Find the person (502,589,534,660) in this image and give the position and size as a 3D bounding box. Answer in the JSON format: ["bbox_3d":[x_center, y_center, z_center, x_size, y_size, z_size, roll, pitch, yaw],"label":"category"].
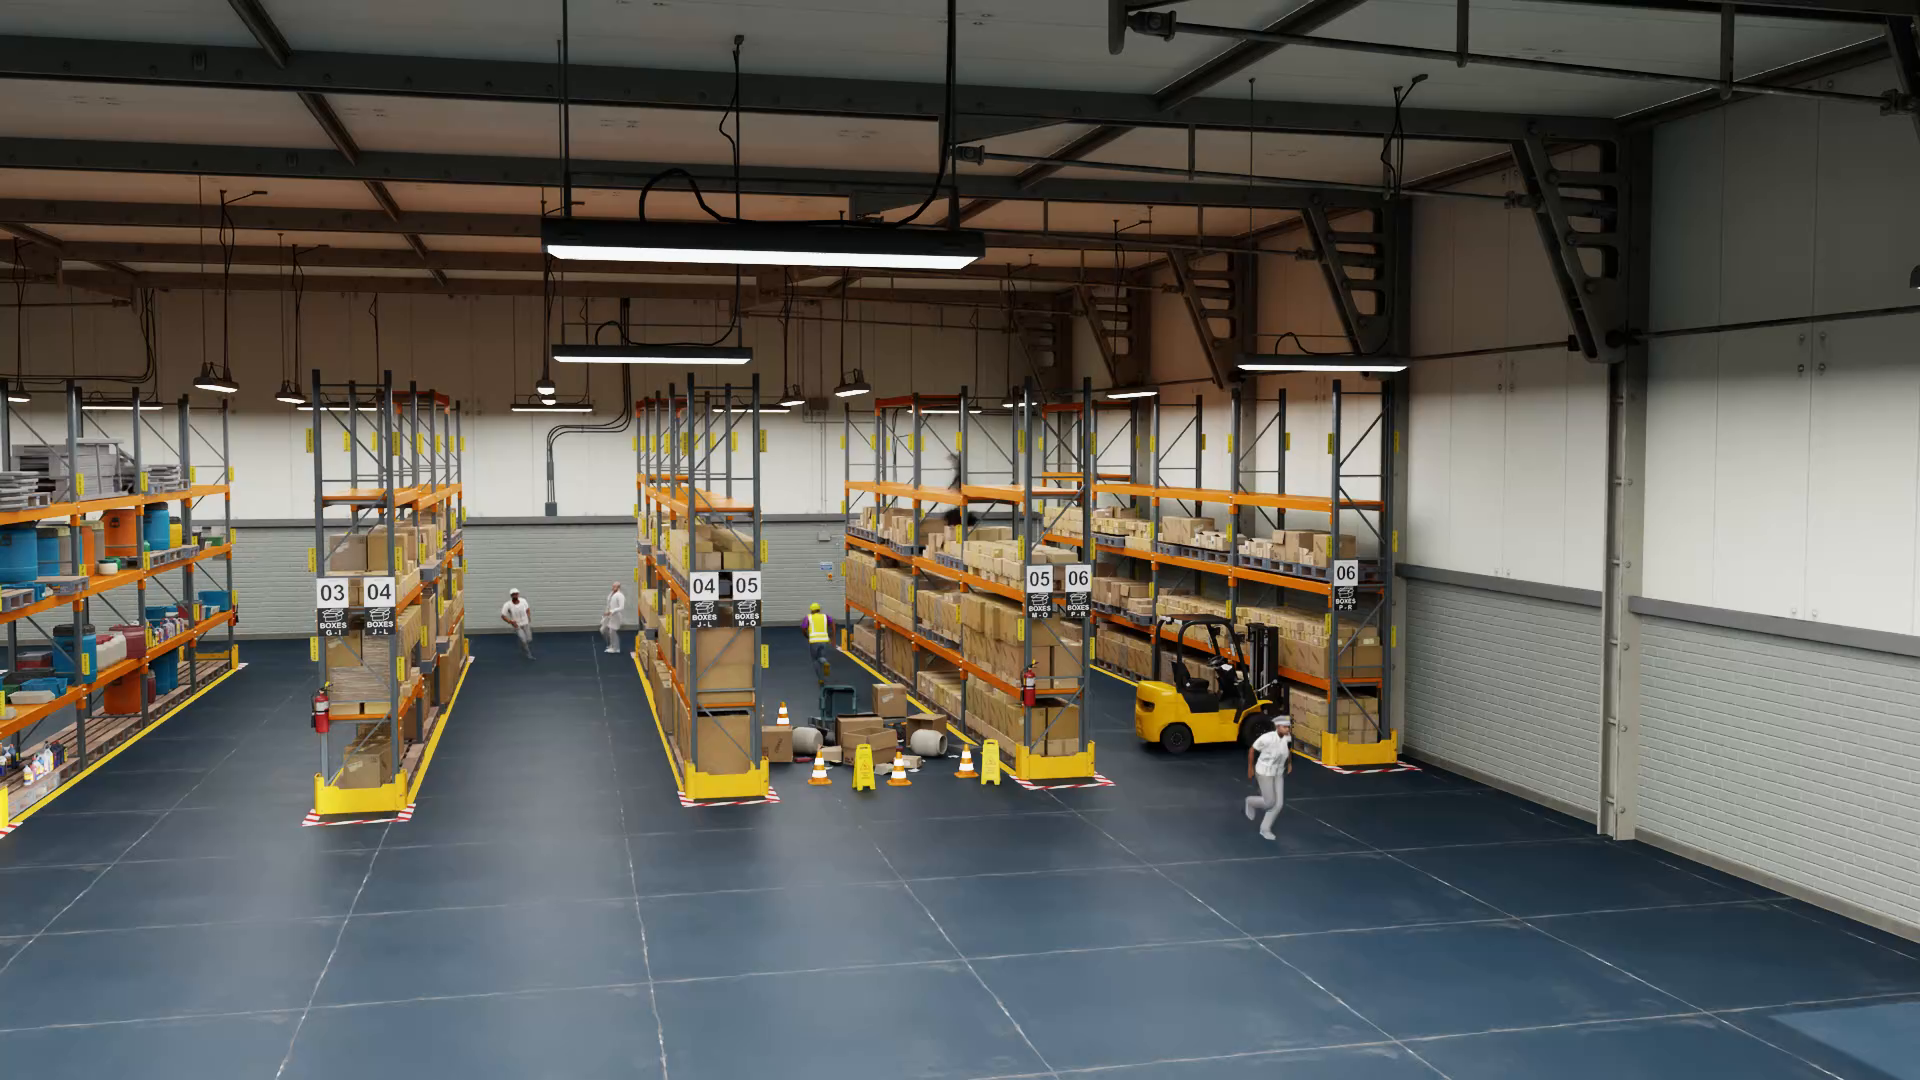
[{"bbox_3d":[-10.282,1.945,38.539,0.734,1.674,0.606,-3,4,-41],"label":"person"}]

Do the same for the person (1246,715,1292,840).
[{"bbox_3d":[3.941,2.998,21.202,0.565,1.617,0.726,-2,4,-35],"label":"person"}]

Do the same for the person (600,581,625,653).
[{"bbox_3d":[-8.264,1.854,39.606,0.720,1.732,0.613,2,4,37],"label":"person"}]

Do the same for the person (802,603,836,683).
[{"bbox_3d":[-2.948,2.172,34.767,0.695,1.690,0.802,-2,4,-27],"label":"person"}]
